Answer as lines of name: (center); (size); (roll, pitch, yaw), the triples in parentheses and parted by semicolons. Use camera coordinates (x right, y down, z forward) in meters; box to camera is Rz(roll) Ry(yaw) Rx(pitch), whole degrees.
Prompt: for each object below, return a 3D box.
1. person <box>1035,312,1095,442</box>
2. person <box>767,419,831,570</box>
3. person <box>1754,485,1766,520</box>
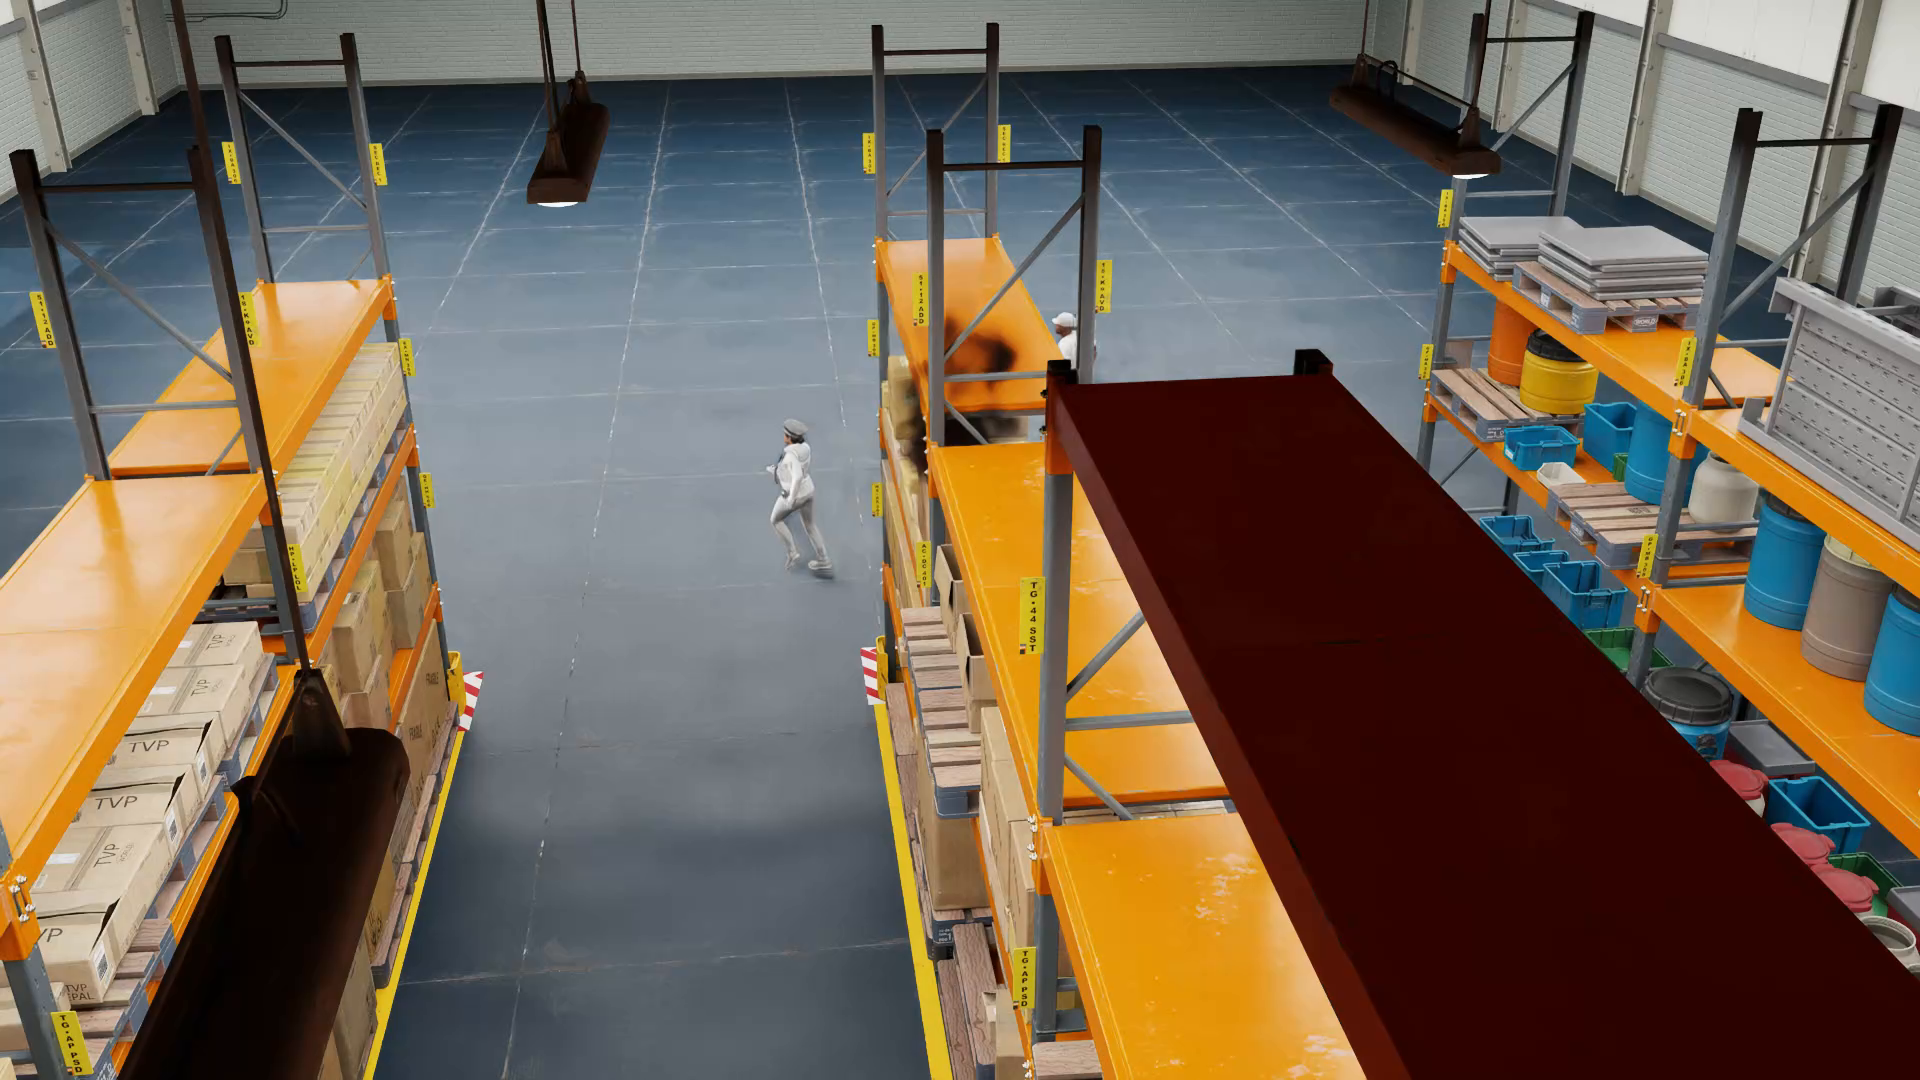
person: (1.388, -1.936, 20.511); (0.970, 1.775, 0.643); (7, 26, 14)
person: (-1.728, -0.447, 17.497); (0.782, 1.711, 0.573); (15, 29, 29)
person: (8.893, -0.697, 18.030); (0.592, 1.677, 0.606); (8, 27, 17)
